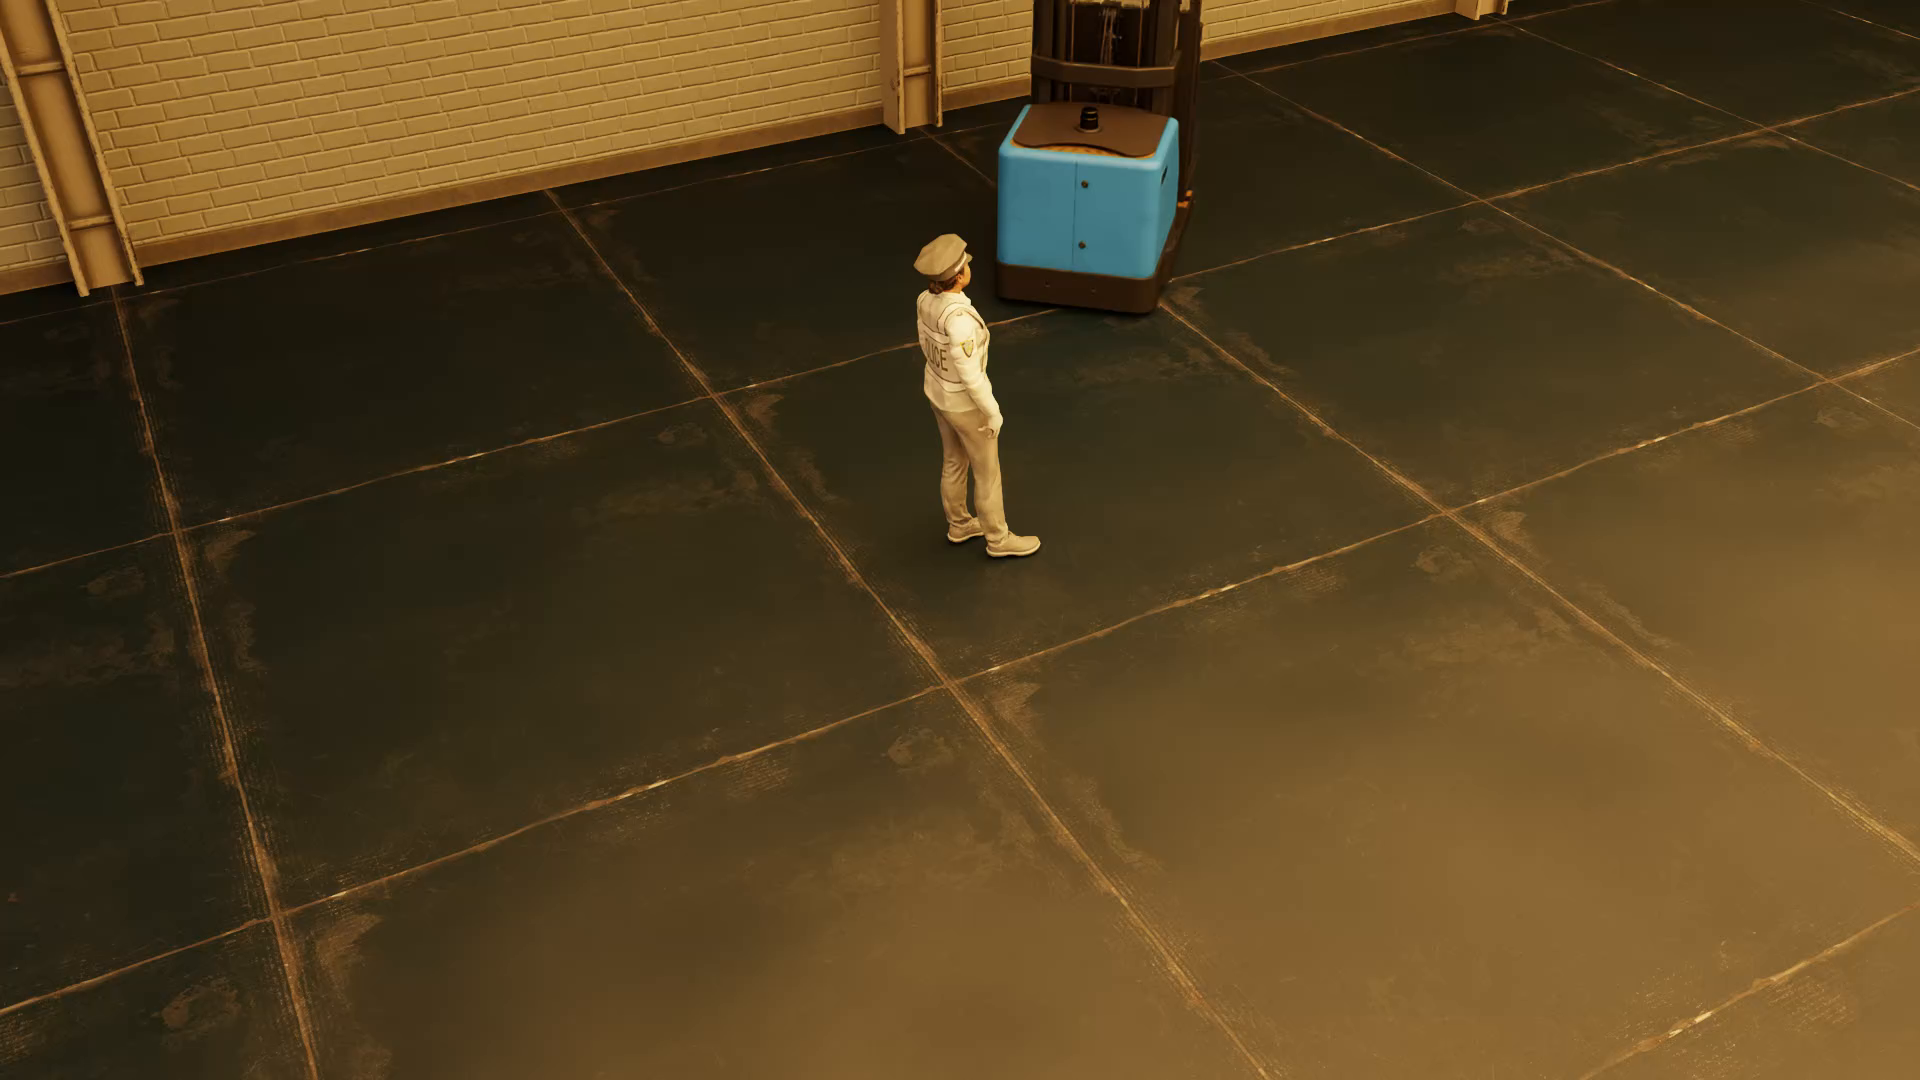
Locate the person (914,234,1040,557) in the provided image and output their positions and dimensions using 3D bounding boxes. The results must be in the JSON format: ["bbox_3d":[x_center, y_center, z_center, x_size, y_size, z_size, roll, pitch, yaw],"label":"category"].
[{"bbox_3d":[0.062,-0.713,8.190,0.534,1.696,0.587,-17,39,-23],"label":"person"}]

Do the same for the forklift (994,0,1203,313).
[{"bbox_3d":[1.077,-3.487,11.057,1.130,2.935,3.031,8,36,12],"label":"forklift"}]
